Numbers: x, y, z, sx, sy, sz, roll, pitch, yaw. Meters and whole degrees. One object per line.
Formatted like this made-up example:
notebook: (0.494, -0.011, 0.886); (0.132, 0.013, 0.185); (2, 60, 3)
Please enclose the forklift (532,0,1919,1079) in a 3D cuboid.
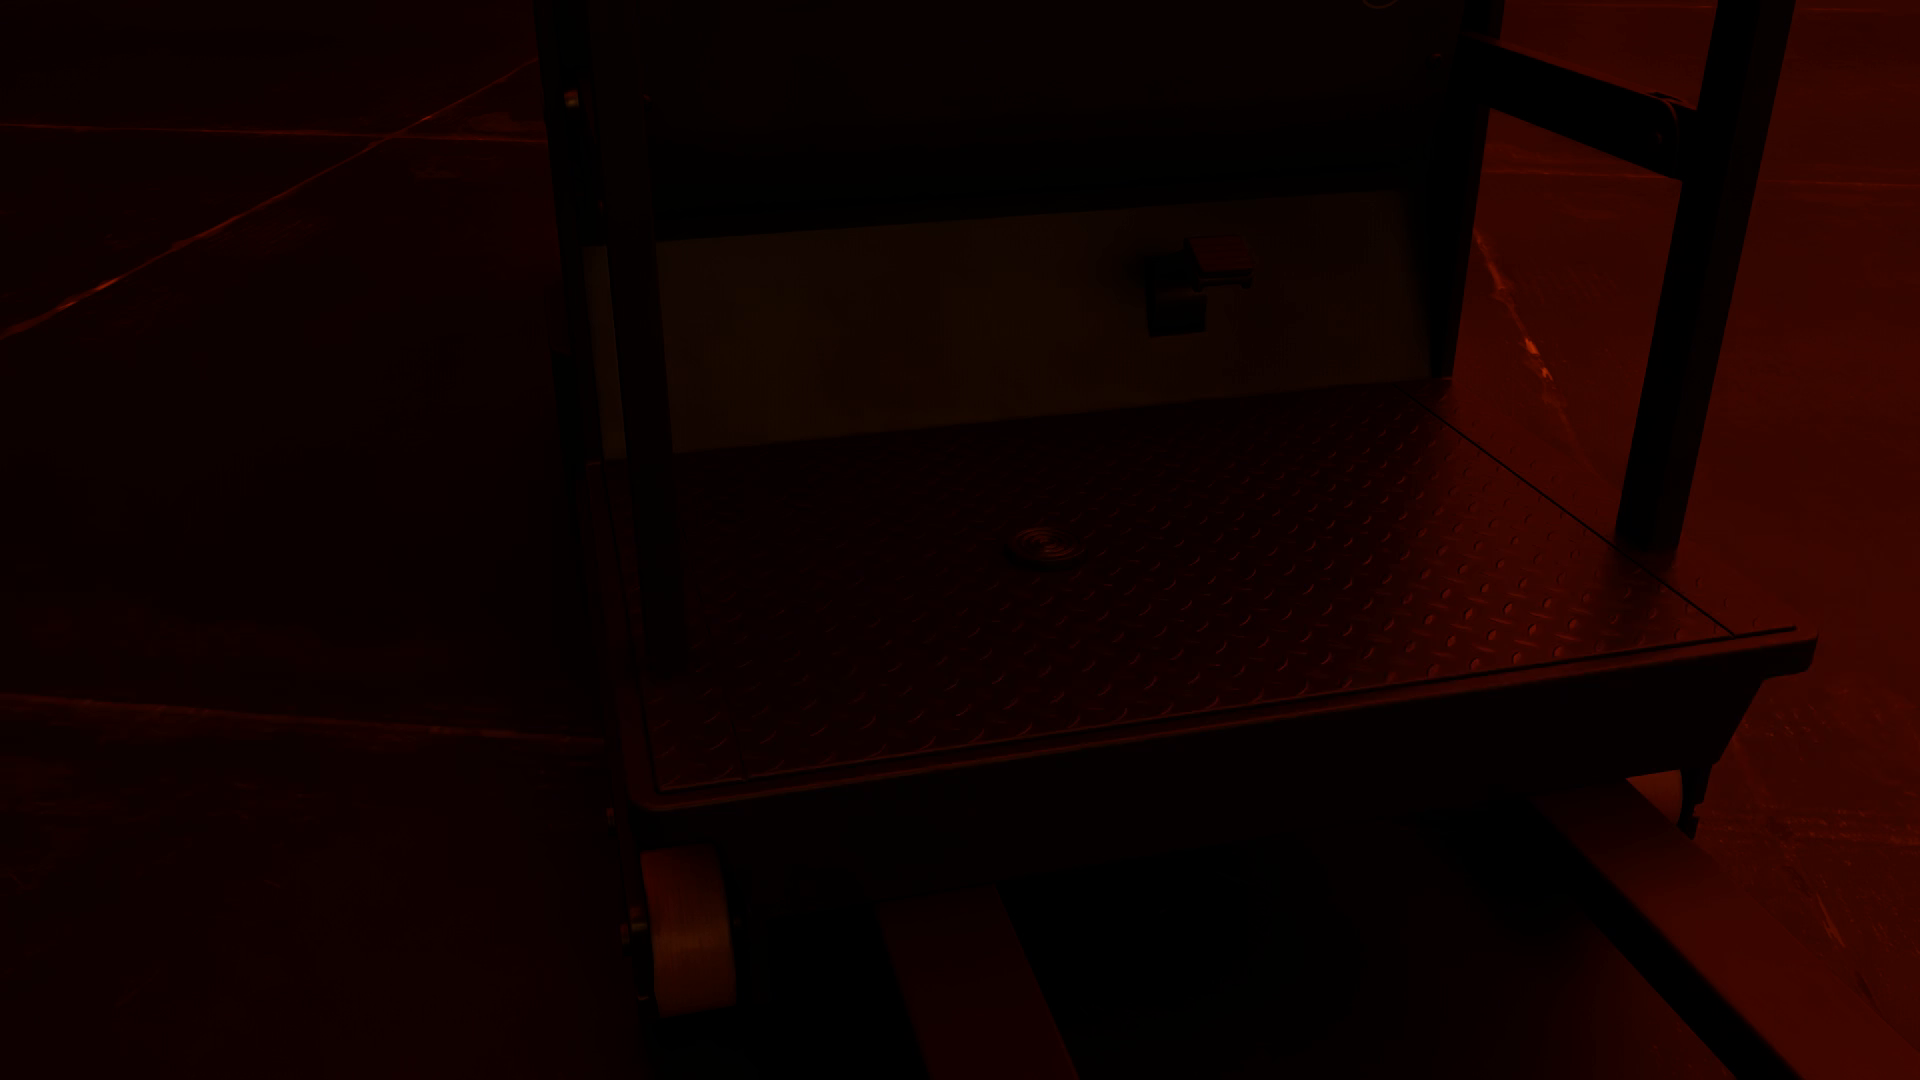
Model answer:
forklift: (0.153, -1.049, 1.319); (1.130, 2.935, 3.031); (-7, 27, -13)
